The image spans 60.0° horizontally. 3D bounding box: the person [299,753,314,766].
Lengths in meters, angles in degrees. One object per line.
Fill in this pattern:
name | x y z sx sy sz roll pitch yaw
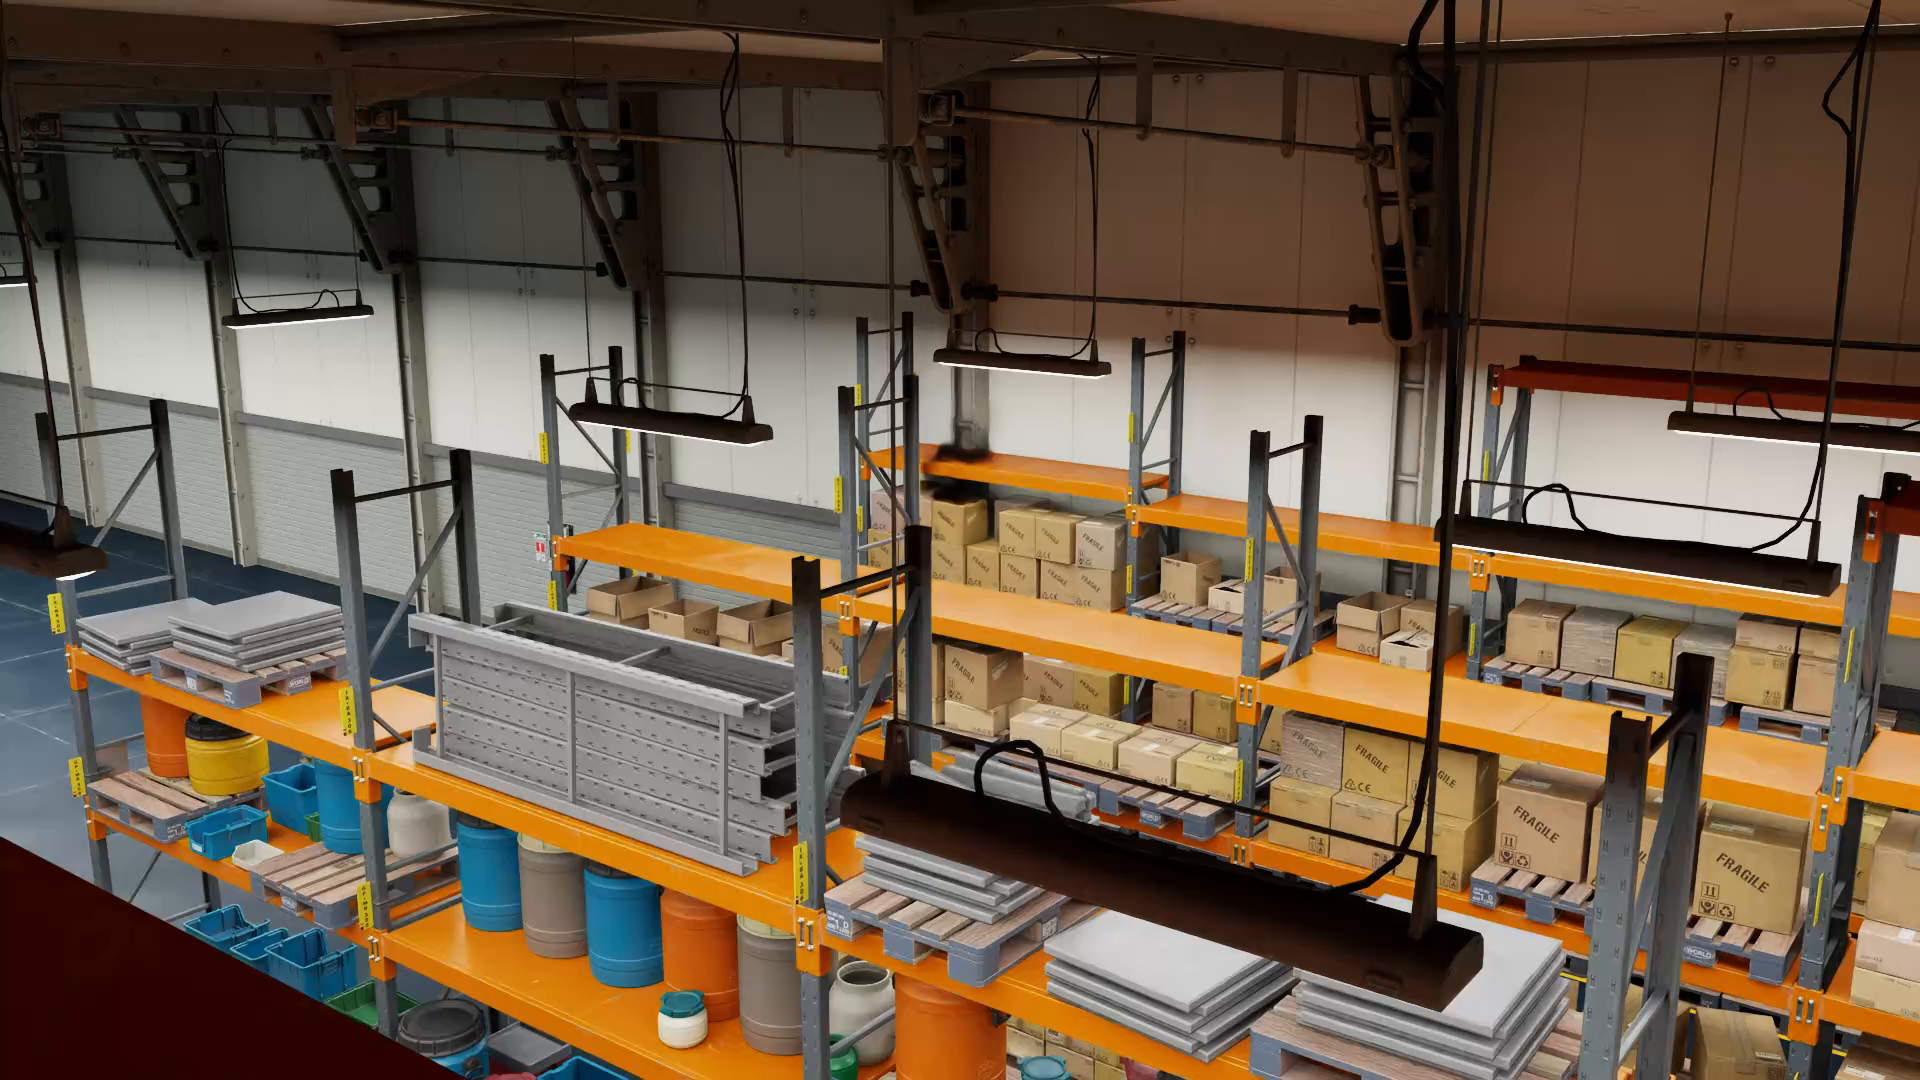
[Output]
person | -7.159 3.052 18.399 0.639 1.682 0.590 -6 14 -25
